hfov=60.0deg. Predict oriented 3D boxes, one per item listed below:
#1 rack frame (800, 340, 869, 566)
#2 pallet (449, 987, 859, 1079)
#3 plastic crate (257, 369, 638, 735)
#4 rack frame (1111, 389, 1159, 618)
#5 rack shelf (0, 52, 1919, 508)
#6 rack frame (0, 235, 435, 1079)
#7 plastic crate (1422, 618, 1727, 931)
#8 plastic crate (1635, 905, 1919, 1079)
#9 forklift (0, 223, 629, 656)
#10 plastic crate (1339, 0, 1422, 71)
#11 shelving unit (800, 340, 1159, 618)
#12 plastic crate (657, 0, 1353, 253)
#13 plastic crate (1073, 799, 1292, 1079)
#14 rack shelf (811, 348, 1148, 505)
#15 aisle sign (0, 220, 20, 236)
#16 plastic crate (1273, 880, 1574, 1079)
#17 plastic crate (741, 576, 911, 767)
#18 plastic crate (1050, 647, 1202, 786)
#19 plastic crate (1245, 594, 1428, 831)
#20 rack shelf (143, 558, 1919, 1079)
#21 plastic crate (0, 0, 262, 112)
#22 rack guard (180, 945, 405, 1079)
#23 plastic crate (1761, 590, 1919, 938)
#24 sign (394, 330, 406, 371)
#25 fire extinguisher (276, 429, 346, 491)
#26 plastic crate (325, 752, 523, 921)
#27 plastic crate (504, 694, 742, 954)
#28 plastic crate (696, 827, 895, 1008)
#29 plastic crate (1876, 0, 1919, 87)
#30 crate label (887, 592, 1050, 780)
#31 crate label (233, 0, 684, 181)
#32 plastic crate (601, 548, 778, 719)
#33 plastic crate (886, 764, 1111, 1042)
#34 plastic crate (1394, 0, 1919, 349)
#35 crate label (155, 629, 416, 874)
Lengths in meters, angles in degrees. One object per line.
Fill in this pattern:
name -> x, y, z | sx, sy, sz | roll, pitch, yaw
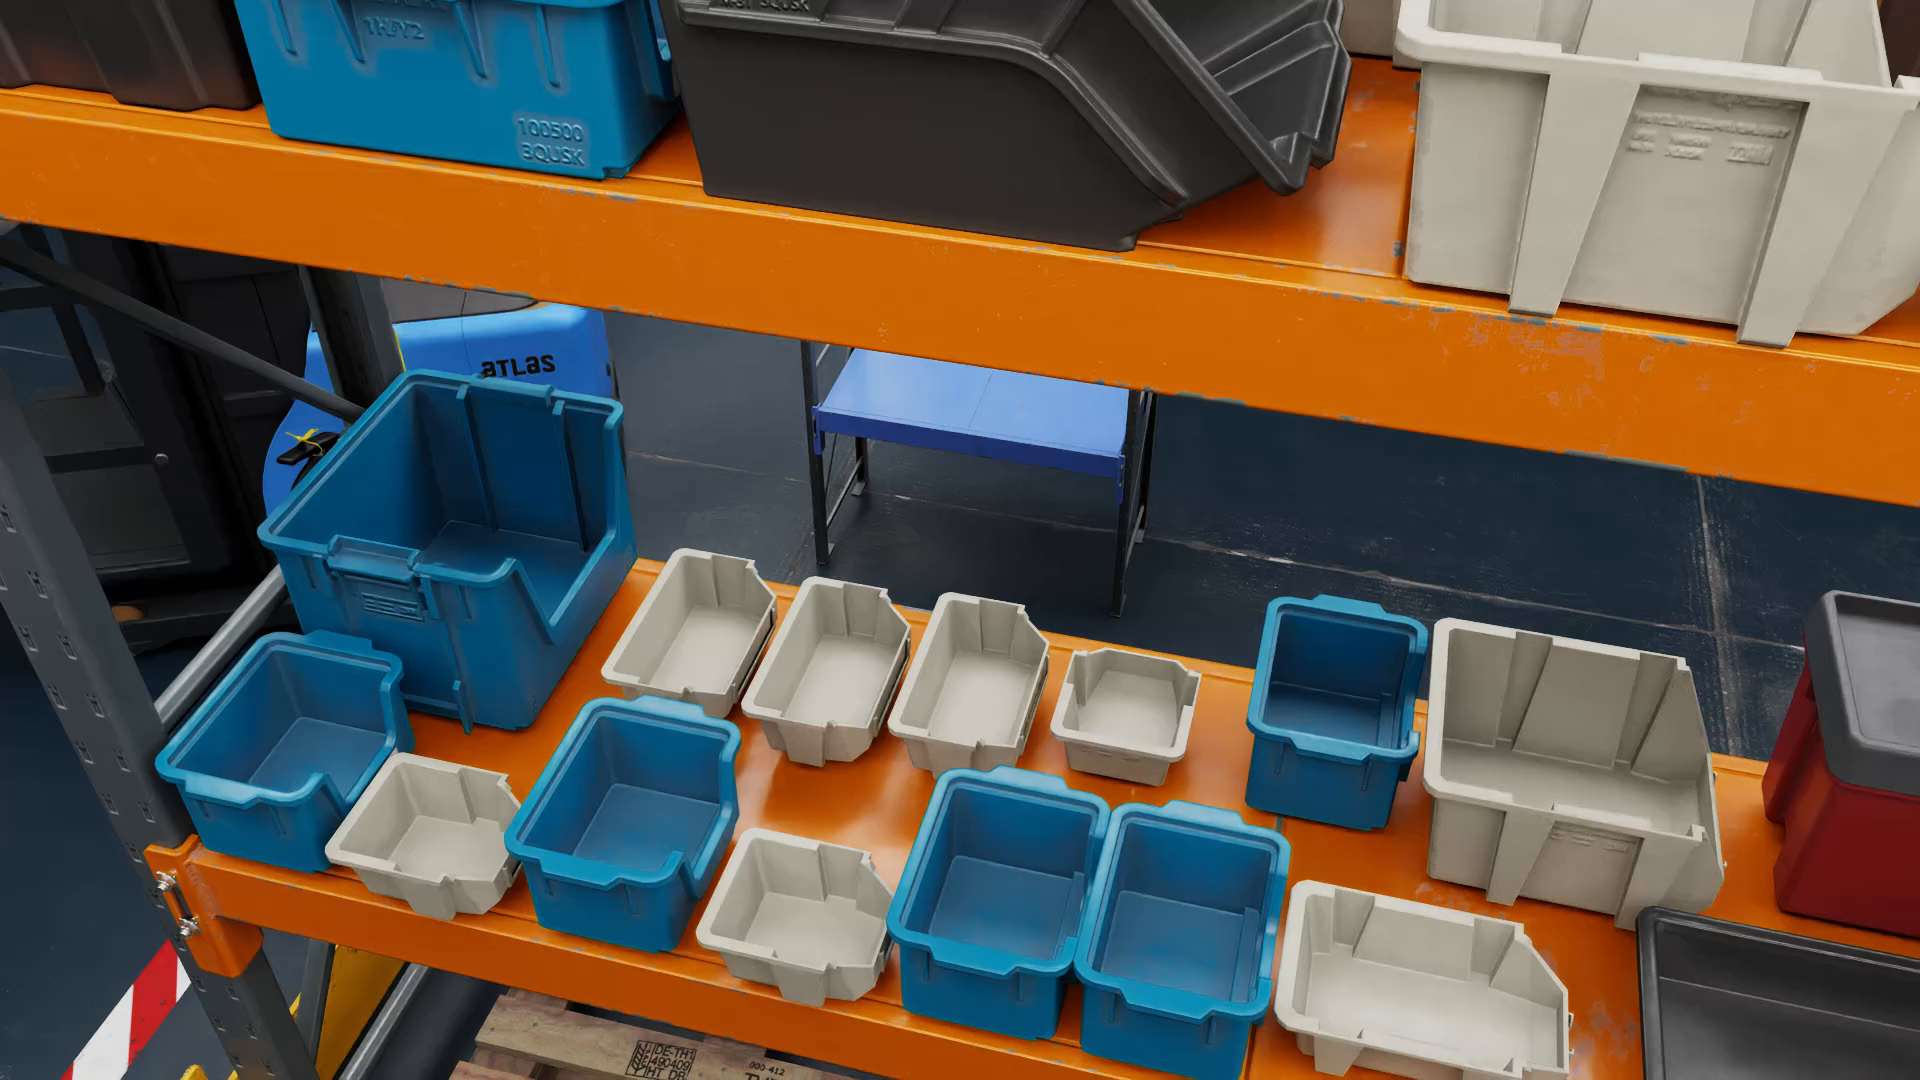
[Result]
rack frame -> -0.409, -0.645, 5.351 | 0.032, 1.500, 0.500 | 10, 41, 11
pallet -> -0.570, 1.337, 3.994 | 1.213, 0.211, 1.003 | 10, 41, 11
plastic crate -> -0.985, 0.011, 3.331 | 0.499, 0.435, 0.616 | 10, 41, 11
rack frame -> 0.573, -0.476, 5.150 | 0.032, 1.500, 0.500 | 10, 41, 11
rack shelf -> 0.575, -0.433, 2.160 | 4.000, 0.370, 1.077 | 10, 41, 11
rack frame -> -1.357, 0.108, 3.289 | 0.127, 3.000, 1.000 | 10, 41, 11
plastic crate -> 1.080, 0.427, 2.955 | 0.530, 0.282, 0.437 | 10, 41, 11
plastic crate -> 1.356, 0.836, 2.590 | 0.590, 0.125, 0.437 | 10, 41, 11
forklift -> -2.667, -1.096, 4.776 | 3.031, 2.935, 1.130 | -7, 41, -9
plastic crate -> 0.703, -0.751, 2.184 | 0.530, 0.136, 0.437 | 10, 41, 11
shelving unit -> 0.082, -0.560, 5.251 | 1.048, 1.500, 0.538 | 10, 41, 11
plastic crate -> 0.048, -0.592, 1.839 | 0.767, 0.338, 0.504 | 10, 41, 11
plastic crate -> 0.358, 0.663, 2.712 | 0.300, 0.233, 0.416 | 10, 41, 11
rack shelf -> 0.082, -0.422, 5.366 | 1.000, 0.185, 0.538 | 10, 41, 11
aisle sign -> -1.503, -0.715, 2.248 | 0.004, 0.787, 0.394 | 10, 41, 11
plastic crate -> 0.747, 0.748, 2.685 | 0.466, 0.136, 0.293 | 10, 41, 11
plastic crate -> -0.246, 0.266, 3.259 | 0.243, 0.136, 0.396 | 10, 41, 11
plastic crate -> 0.320, 0.335, 3.177 | 0.250, 0.136, 0.298 | 10, 41, 11
plastic crate -> 0.693, 0.331, 3.107 | 0.300, 0.233, 0.416 | 10, 41, 11
rack shelf -> 0.575, 0.716, 3.125 | 4.000, 0.370, 1.077 | 10, 41, 11
plastic crate -> -1.057, -0.754, 2.084 | 0.590, 0.269, 0.497 | 10, 41, 11
rack guard -> -1.383, 1.069, 4.088 | 0.348, 0.500, 1.175 | 10, 41, 11
plastic crate -> 1.709, 0.421, 2.820 | 0.583, 0.464, 0.402 | 10, 41, 11
sign -> -1.230, -0.299, 3.647 | 0.005, 0.325, 0.100 | 10, 41, 11
fire extinguisher -> -1.385, -0.027, 3.800 | 0.183, 0.674, 0.296 | 10, 41, 11
plastic crate -> -0.915, 0.536, 2.938 | 0.298, 0.136, 0.250 | 10, 41, 11
plastic crate -> -0.568, 0.504, 2.901 | 0.300, 0.233, 0.416 | 10, 41, 11
plastic crate -> -0.260, 0.649, 2.804 | 0.298, 0.136, 0.250 | 10, 41, 11
plastic crate -> 1.378, -0.703, 2.024 | 0.590, 0.269, 0.497 | 10, 41, 11
crate label -> 0.029, 0.297, 3.222 | 0.243, 0.136, 0.396 | 10, 41, 11
crate label -> -0.549, -0.630, 1.951 | 0.502, 0.251, 0.408 | 10, 41, 11
plastic crate -> -0.522, 0.209, 3.327 | 0.243, 0.136, 0.396 | 10, 41, 11
plastic crate -> 0.068, 0.613, 2.771 | 0.300, 0.233, 0.416 | 10, 41, 11
plastic crate -> 0.704, -0.435, 1.696 | 0.530, 0.282, 0.437 | 10, 41, 11
crate label -> -1.204, 0.394, 3.032 | 0.303, 0.233, 0.416 | 10, 41, 11
